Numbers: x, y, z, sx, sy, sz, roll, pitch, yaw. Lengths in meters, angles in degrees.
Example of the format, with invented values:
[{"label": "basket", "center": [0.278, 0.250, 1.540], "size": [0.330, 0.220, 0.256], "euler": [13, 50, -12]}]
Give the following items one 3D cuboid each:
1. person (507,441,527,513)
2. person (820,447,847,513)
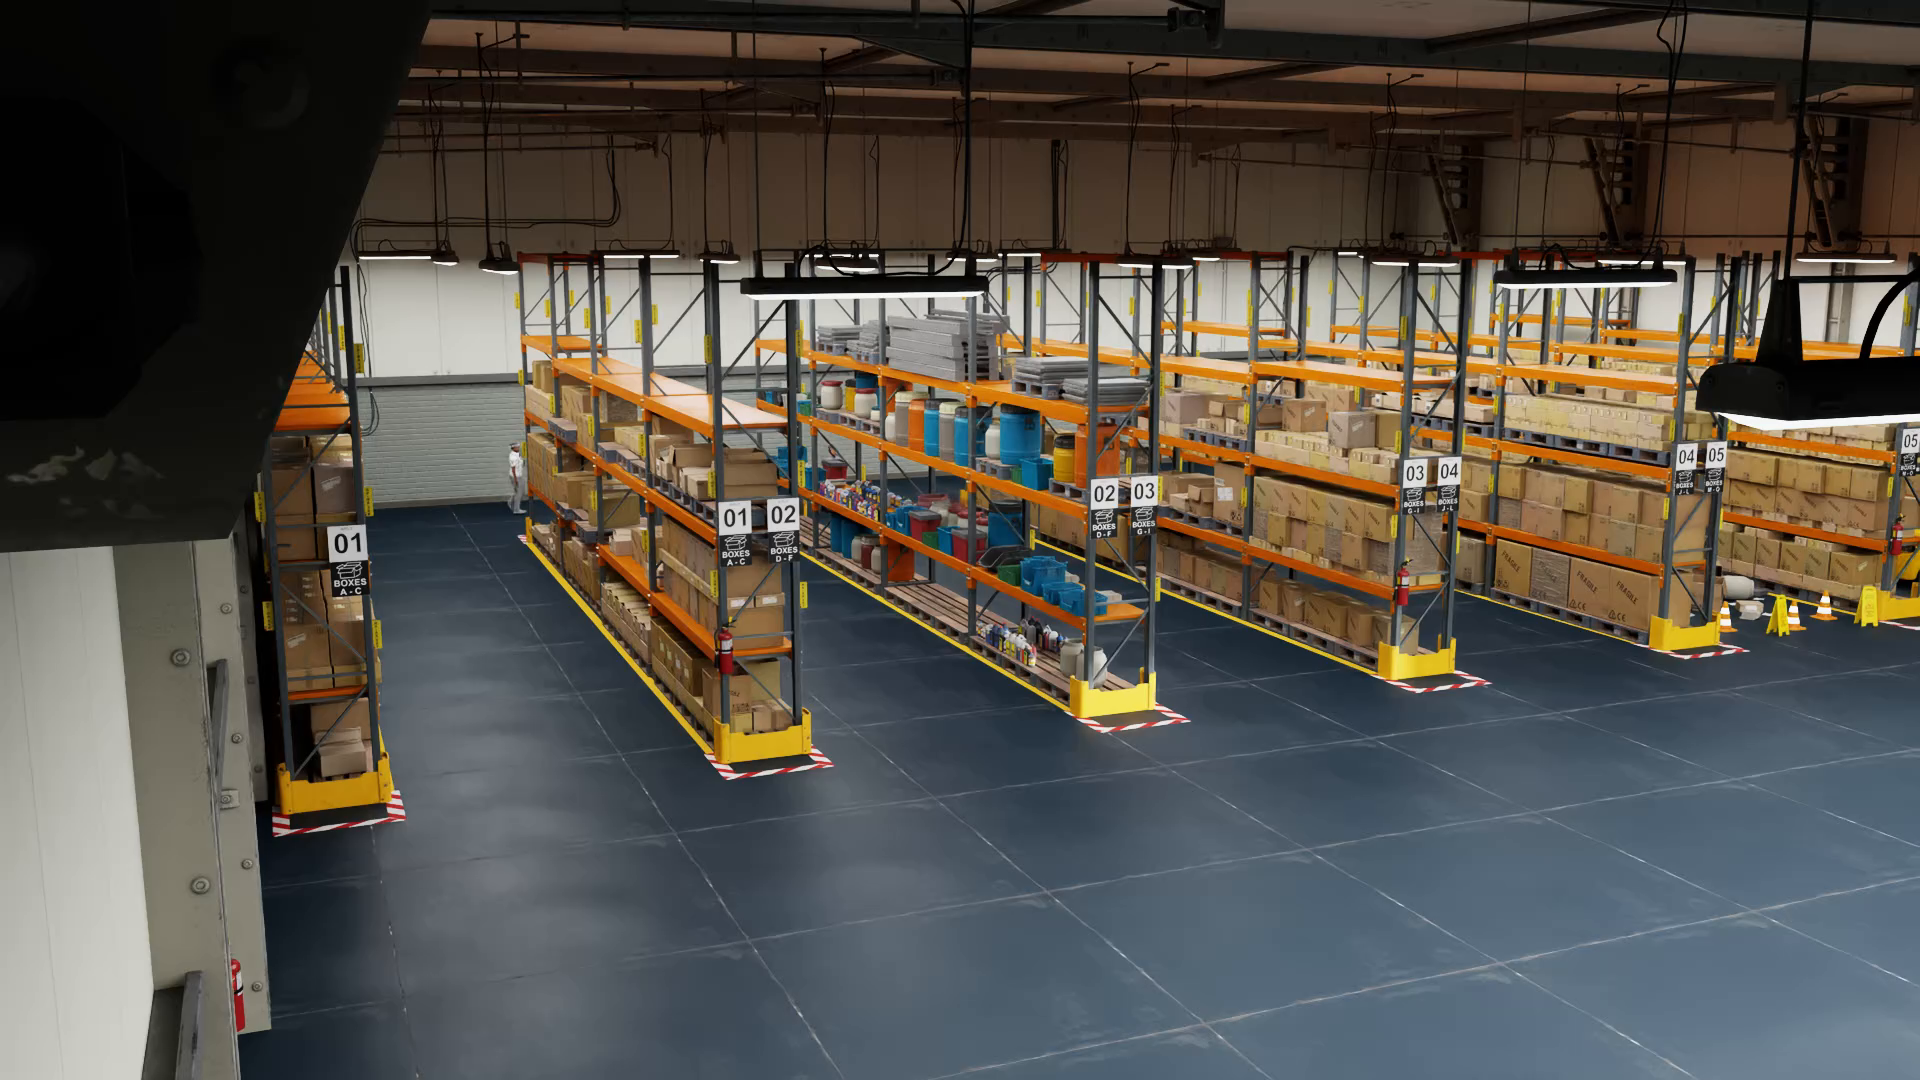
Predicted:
[{"label": "person", "center": [-10.184, -1.451, 38.183], "size": [0.438, 1.675, 0.486], "euler": [-2, 11, -12]}, {"label": "person", "center": [-2.796, -1.358, 37.910], "size": [0.994, 1.567, 0.488], "euler": [5, 11, 25]}]
